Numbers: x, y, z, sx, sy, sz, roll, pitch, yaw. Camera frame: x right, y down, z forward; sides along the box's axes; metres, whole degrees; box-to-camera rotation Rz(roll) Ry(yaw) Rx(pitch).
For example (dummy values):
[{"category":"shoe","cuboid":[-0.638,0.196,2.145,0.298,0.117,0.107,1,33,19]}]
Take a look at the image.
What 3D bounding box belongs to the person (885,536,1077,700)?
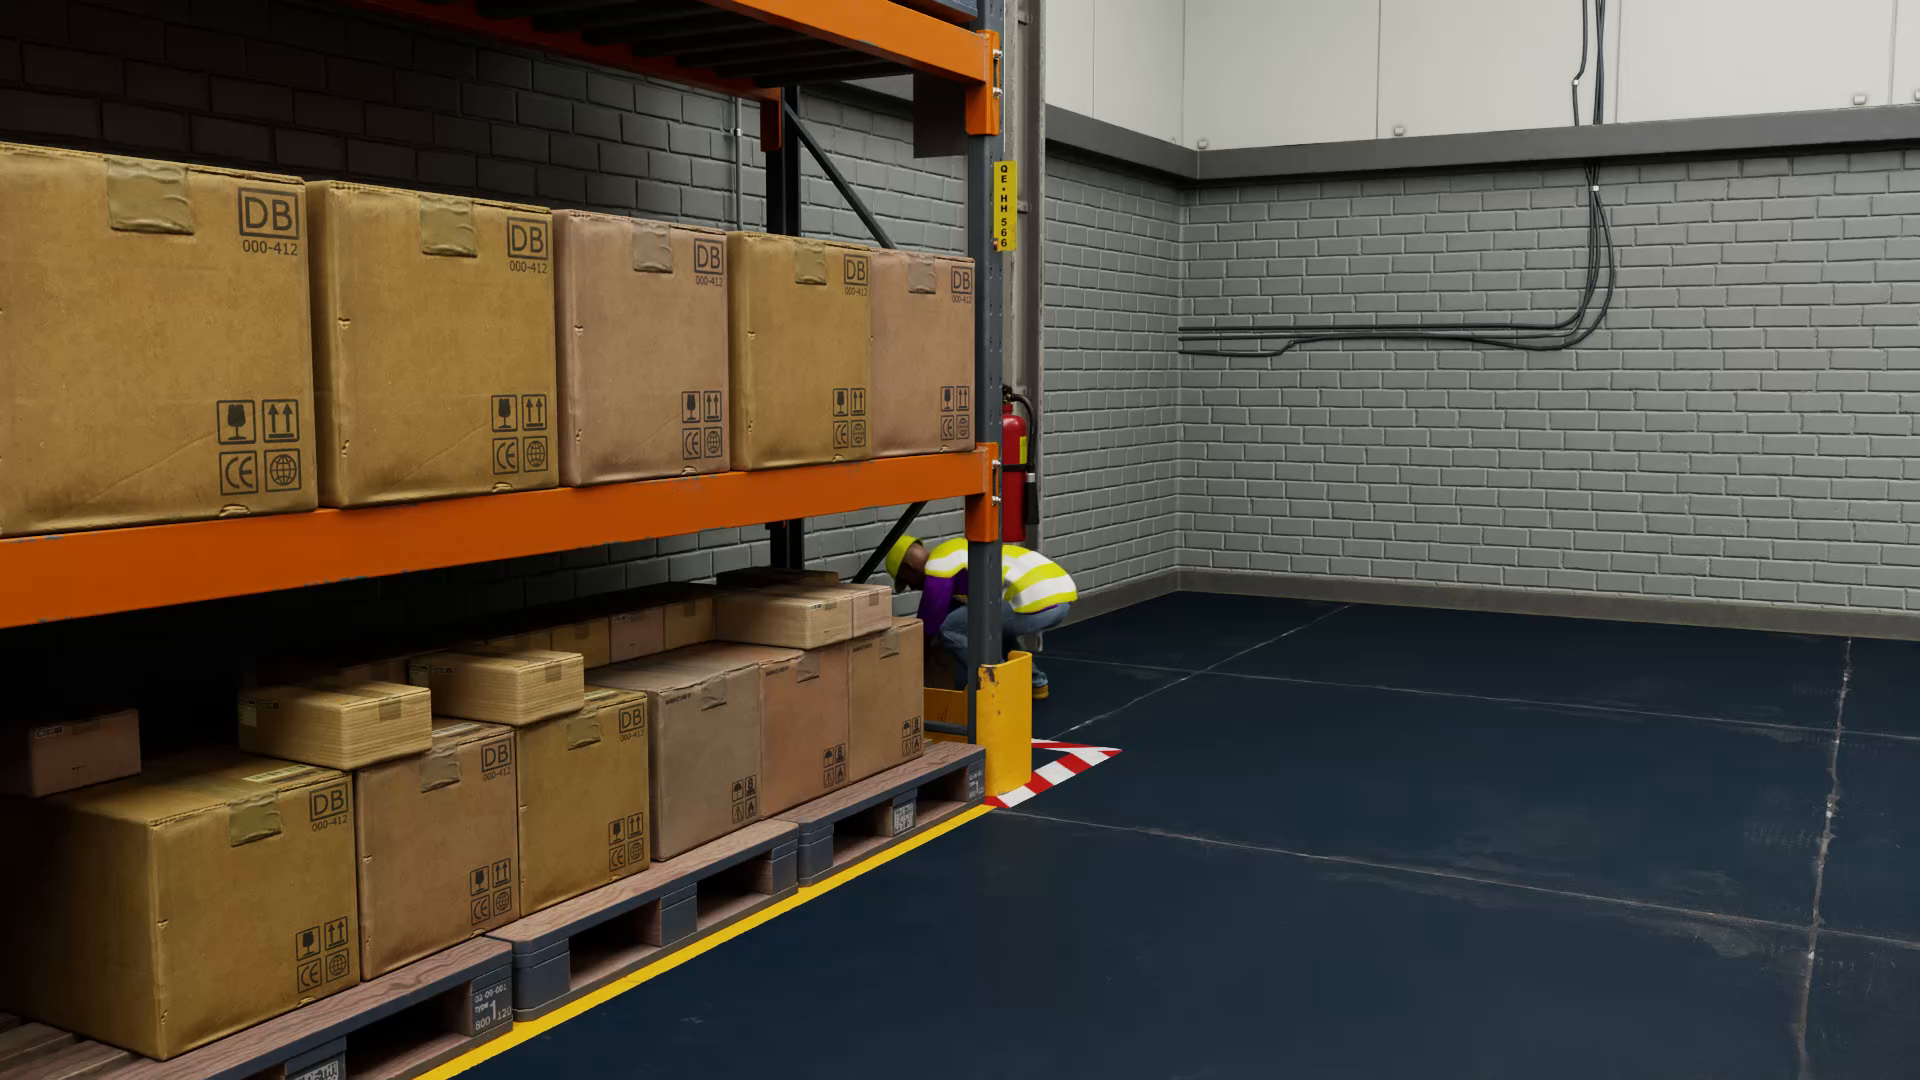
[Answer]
[{"category":"person","cuboid":[0.072,0.394,8.077,0.964,0.805,0.526,3,7,27]}]
